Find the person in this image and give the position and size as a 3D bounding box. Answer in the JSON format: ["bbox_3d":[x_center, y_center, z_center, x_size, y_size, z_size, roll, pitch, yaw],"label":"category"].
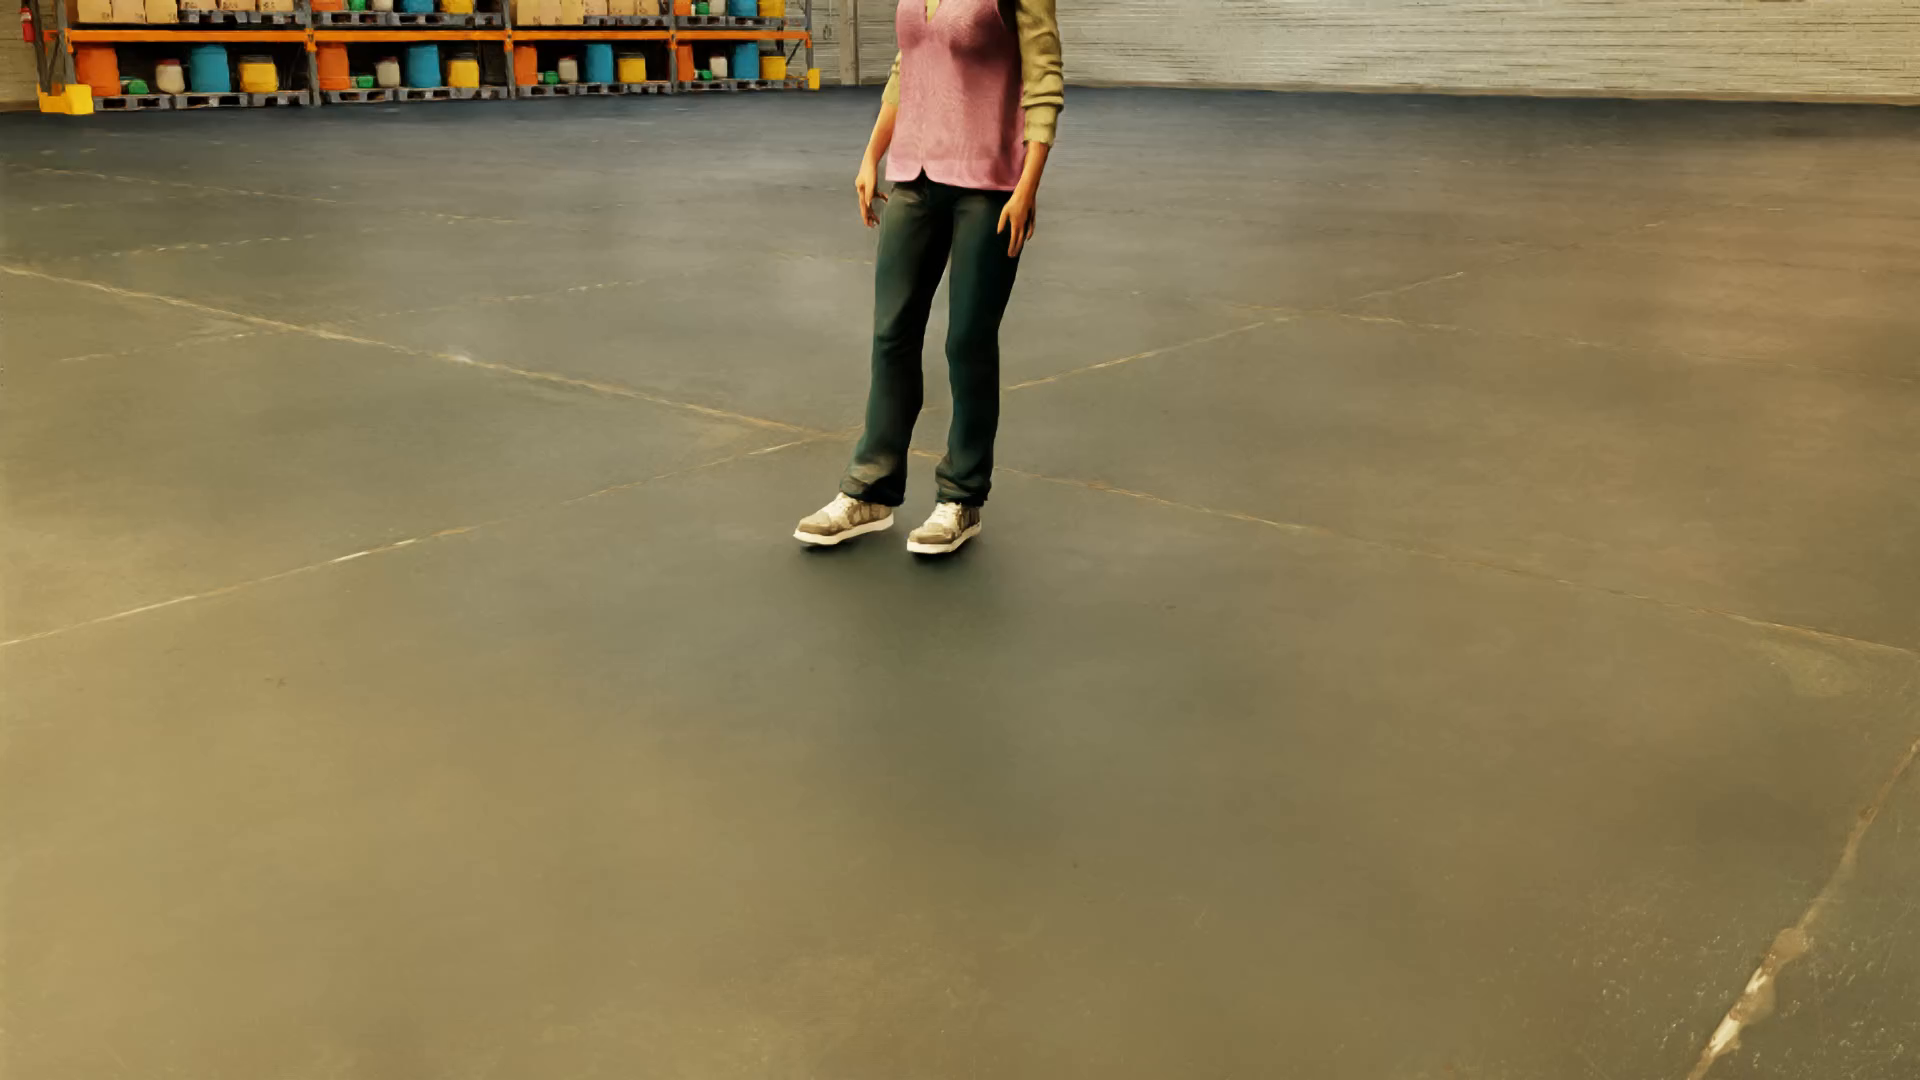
[{"bbox_3d":[-0.058,-0.757,3.661,0.520,1.597,0.474,13,21,37],"label":"person"}]
